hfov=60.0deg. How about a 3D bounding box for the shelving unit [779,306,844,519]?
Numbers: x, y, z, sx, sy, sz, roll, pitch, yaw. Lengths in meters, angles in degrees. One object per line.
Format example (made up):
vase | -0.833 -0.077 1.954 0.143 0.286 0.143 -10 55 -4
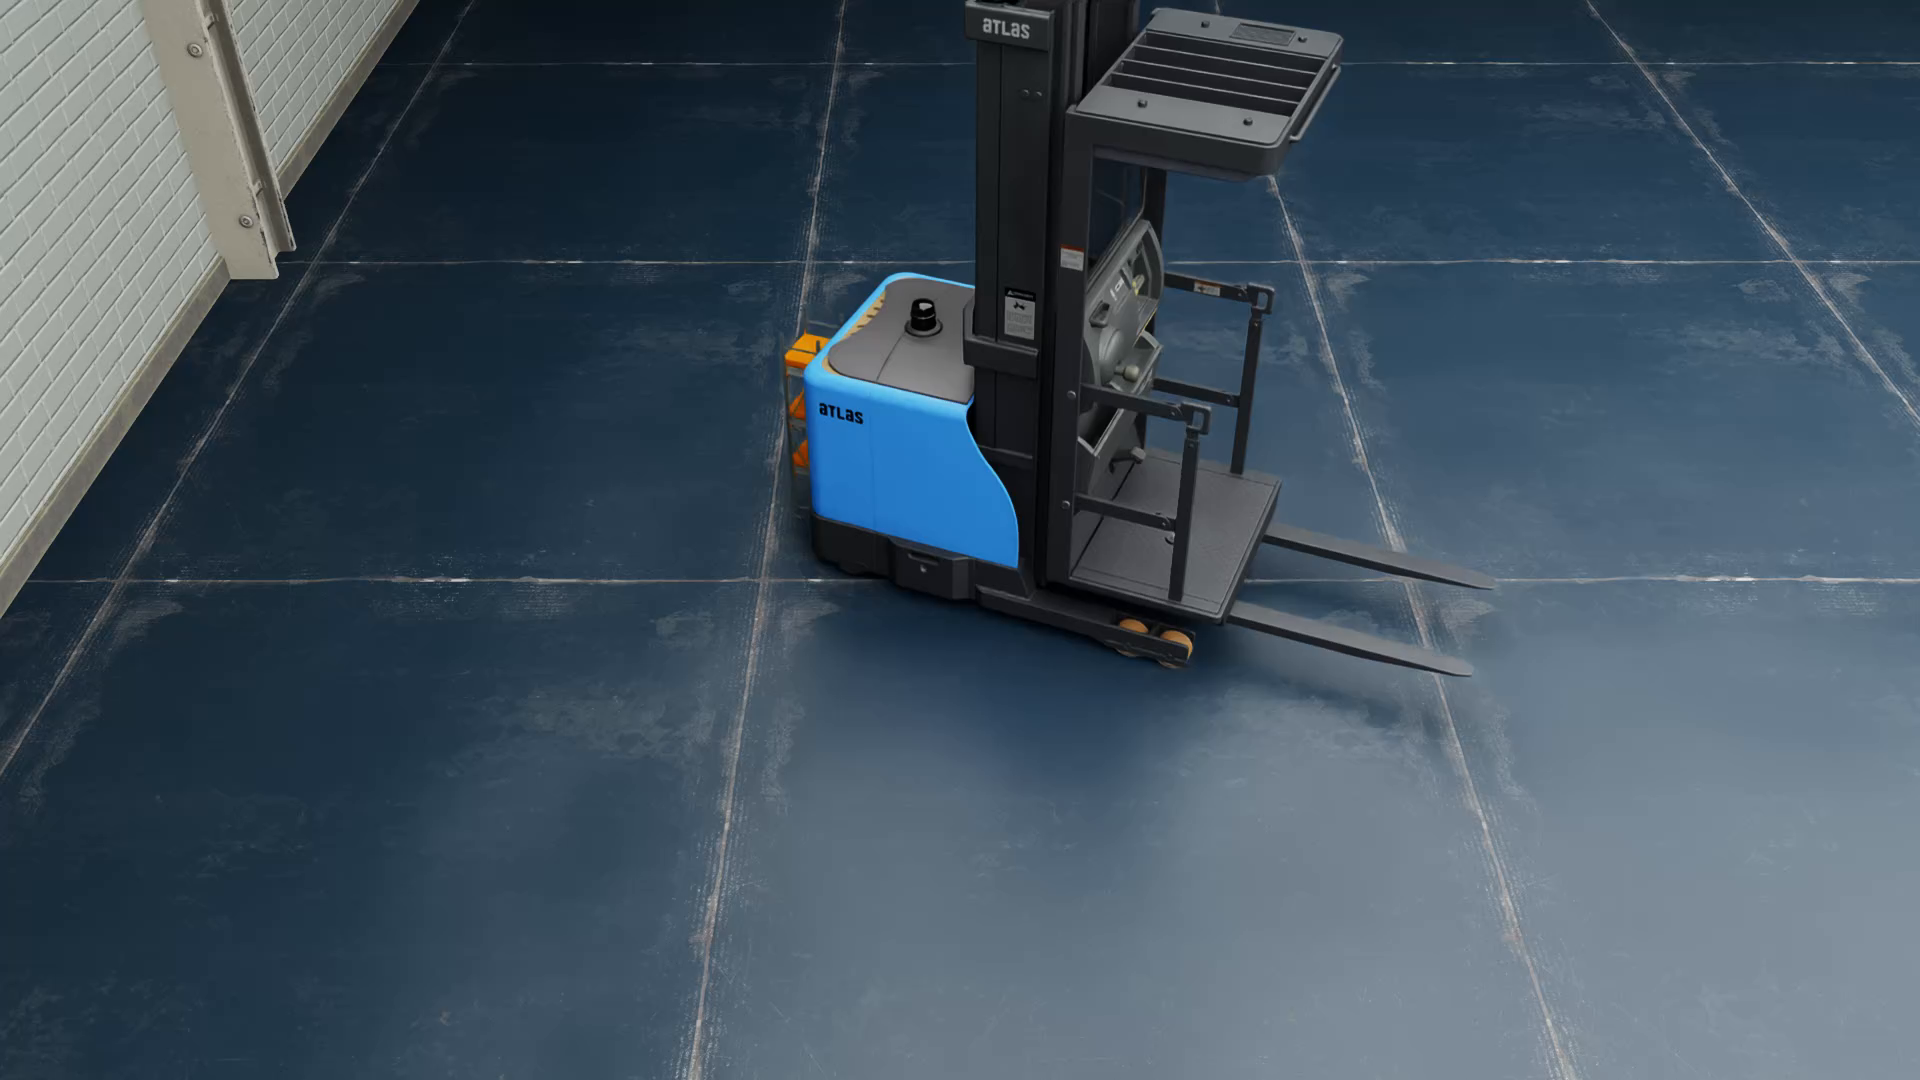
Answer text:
shelving unit | -0.674 -0.572 7.870 0.215 1.050 0.252 14 41 17

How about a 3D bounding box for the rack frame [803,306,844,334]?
rack frame | -0.628 -0.643 7.959 0.200 1.050 0.008 14 41 17

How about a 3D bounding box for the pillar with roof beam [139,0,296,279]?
pillar with roof beam | 0.062 -5.200 7.288 9.100 9.000 0.400 0 39 0

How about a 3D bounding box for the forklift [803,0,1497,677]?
forklift | 0.867 -0.961 6.850 3.031 2.935 1.130 15 41 18

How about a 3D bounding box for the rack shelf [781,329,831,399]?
rack shelf | -0.674 -0.786 7.699 0.215 0.259 0.240 14 41 17

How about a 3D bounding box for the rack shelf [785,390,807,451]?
rack shelf | -0.674 -0.564 7.877 0.215 0.259 0.240 14 41 17

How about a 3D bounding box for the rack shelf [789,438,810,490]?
rack shelf | -0.674 -0.347 8.051 0.215 0.259 0.240 14 41 17

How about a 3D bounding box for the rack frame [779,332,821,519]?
rack frame | -0.719 -0.502 7.782 0.200 1.050 0.008 14 41 17
